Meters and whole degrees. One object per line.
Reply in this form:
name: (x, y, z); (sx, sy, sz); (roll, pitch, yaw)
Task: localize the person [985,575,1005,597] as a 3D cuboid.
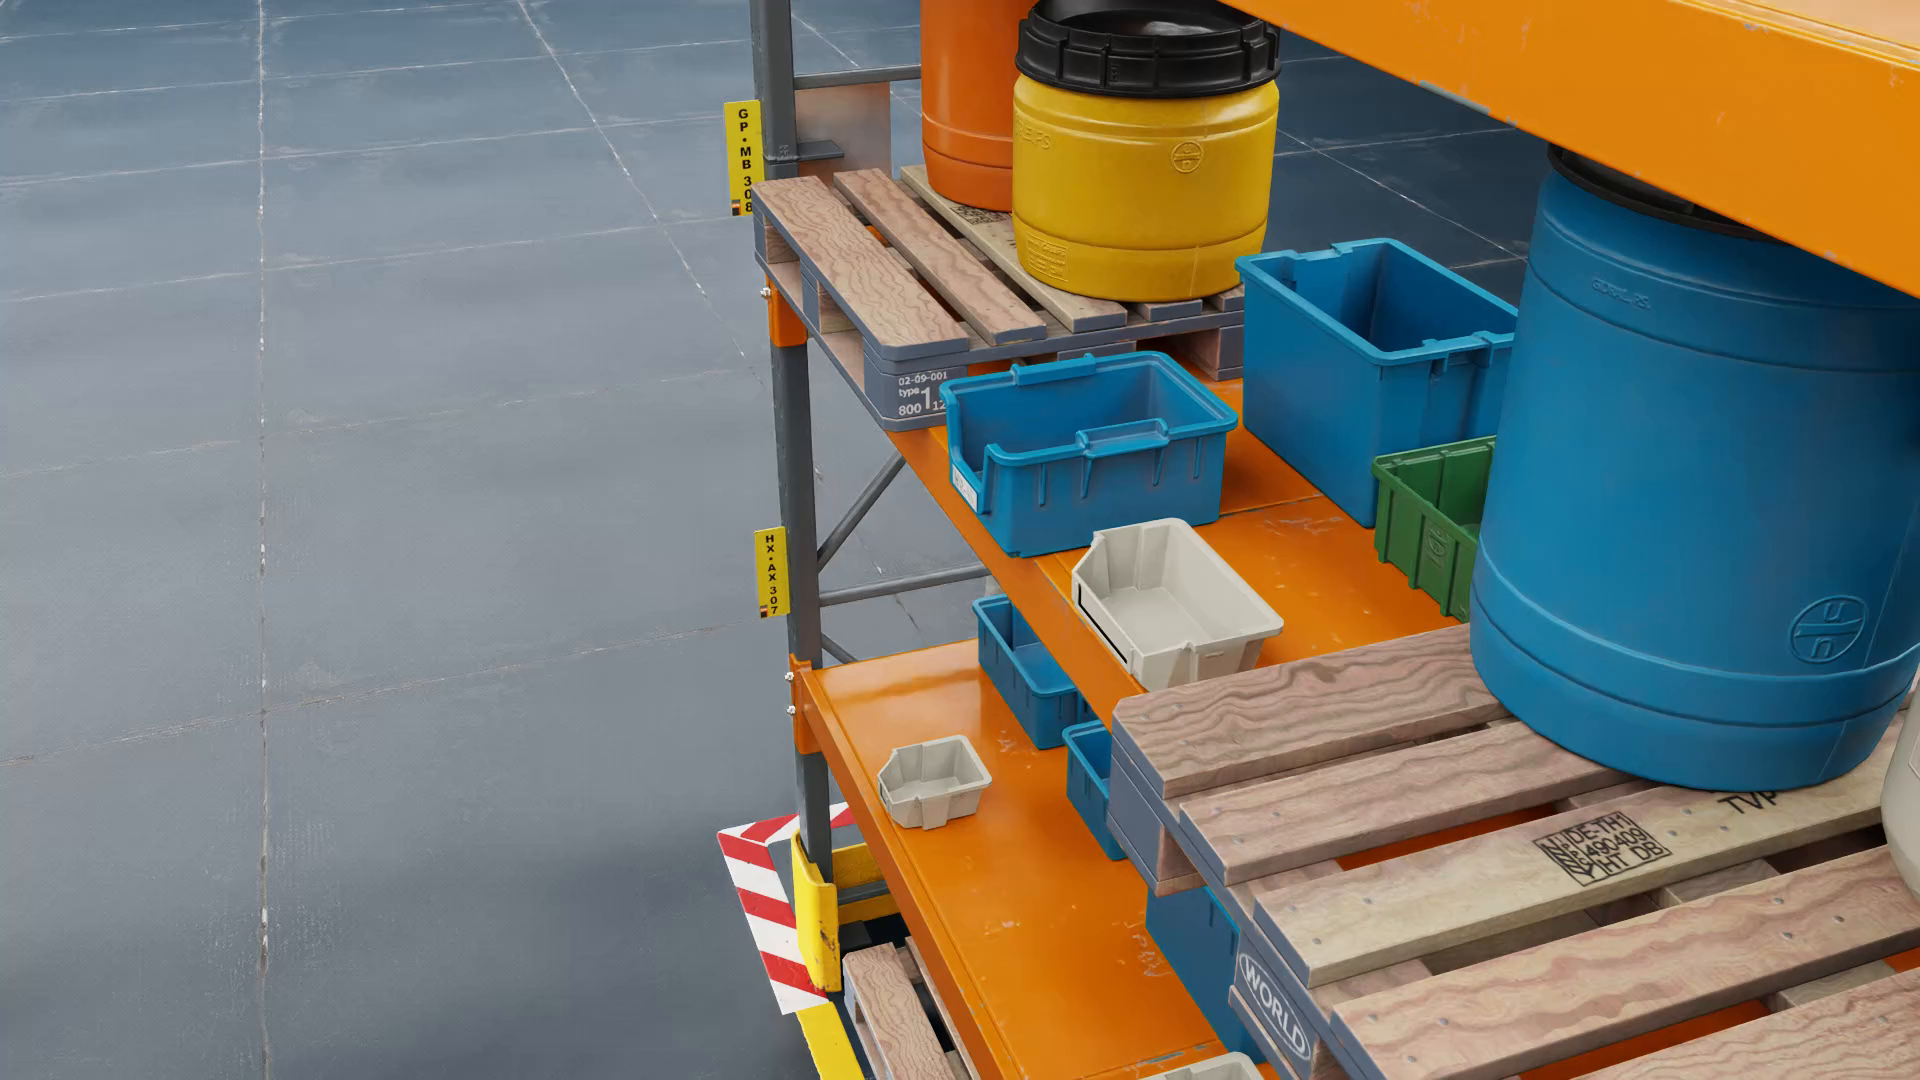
person: (0.264, -0.274, 7.602); (0.436, 1.747, 0.584); (-11, 31, -18)
